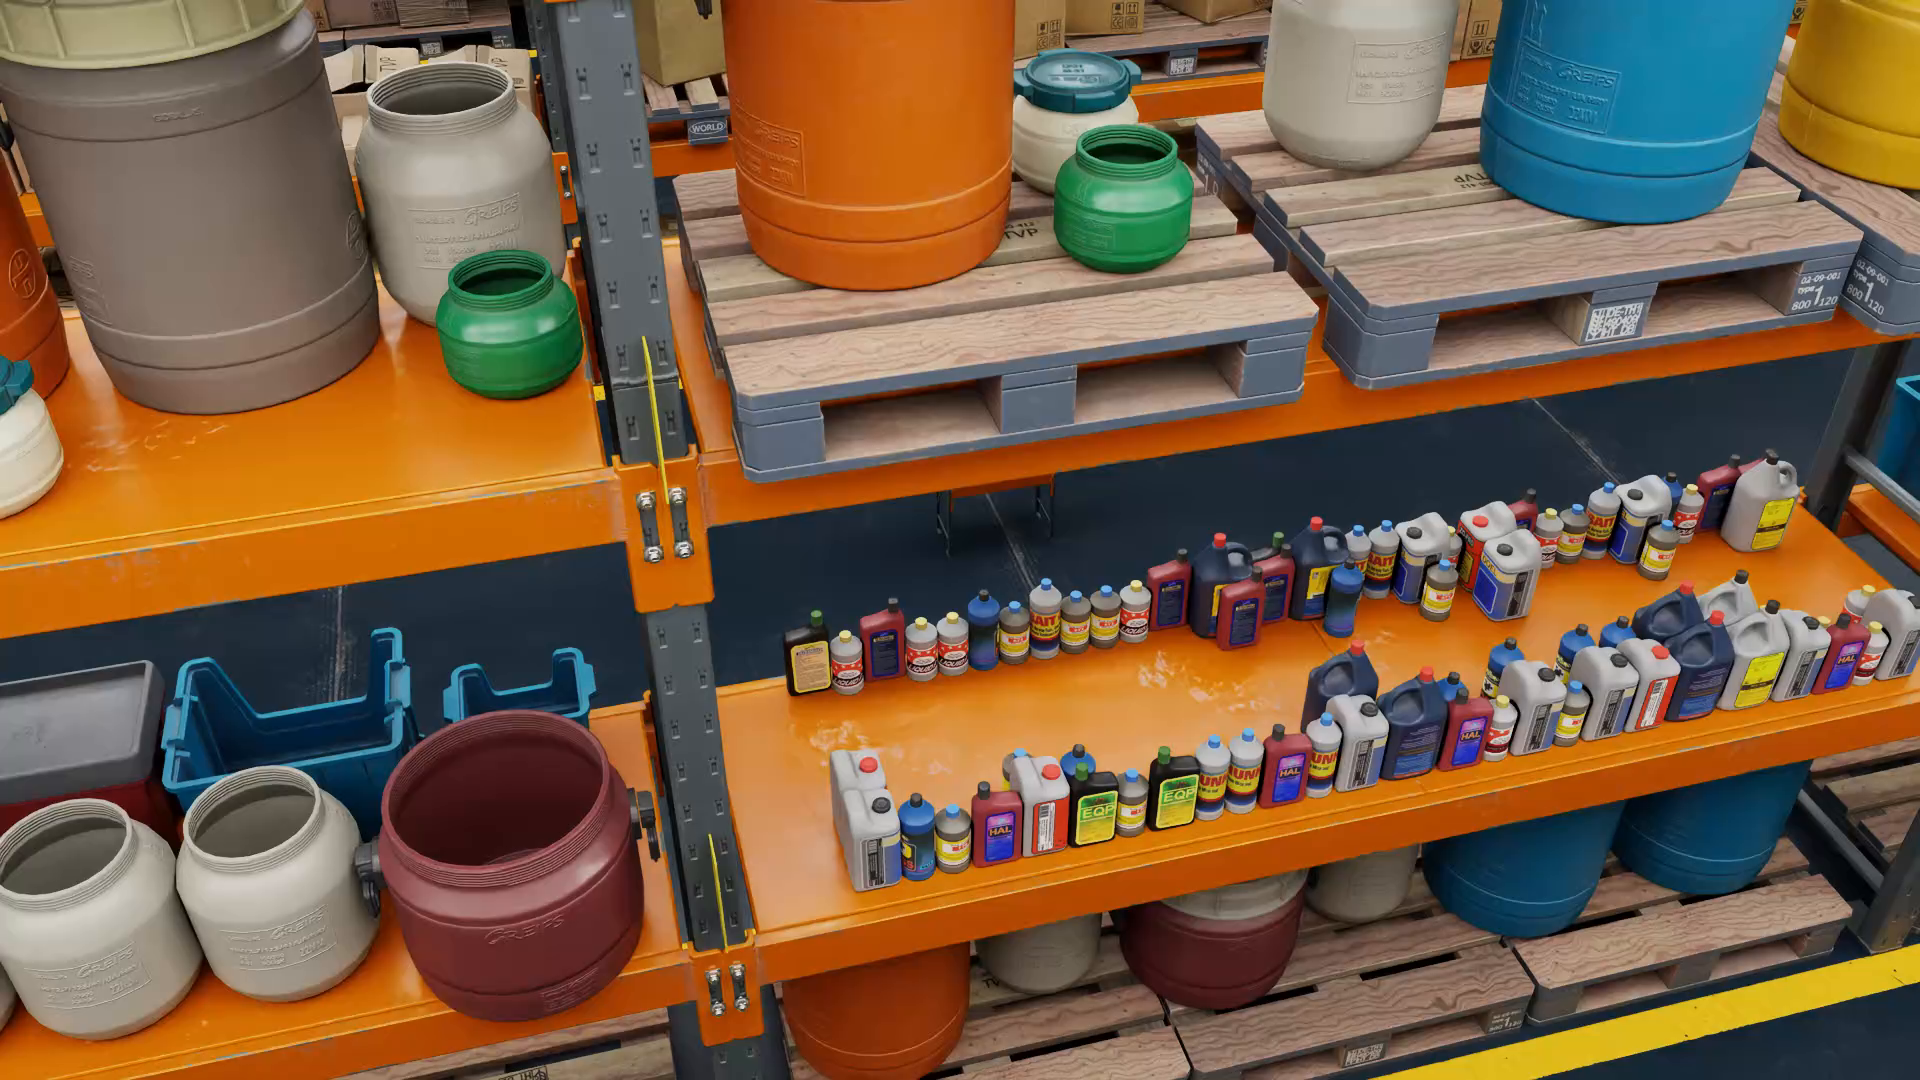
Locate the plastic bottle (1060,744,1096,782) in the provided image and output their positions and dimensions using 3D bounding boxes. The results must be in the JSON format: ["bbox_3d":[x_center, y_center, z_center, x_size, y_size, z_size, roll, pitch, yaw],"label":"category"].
[{"bbox_3d":[0.317,0.662,4.521,0.097,0.271,0.097,0,37,0],"label":"plastic bottle"}]

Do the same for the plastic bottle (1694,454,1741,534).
[{"bbox_3d":[2.533,-0.157,5.582,0.133,0.283,0.061,-9,38,-12],"label":"plastic bottle"}]

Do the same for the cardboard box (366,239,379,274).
[{"bbox_3d":[-2.964,-1.288,8.421,0.500,0.311,0.500,-10,39,-13],"label":"cardboard box"}]

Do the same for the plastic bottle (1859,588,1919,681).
[{"bbox_3d":[2.831,0.269,5.031,0.135,0.276,0.152,-9,38,-12],"label":"plastic bottle"}]

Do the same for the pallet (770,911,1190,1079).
[{"bbox_3d":[0.016,1.560,5.537,1.213,0.211,1.003,-9,38,-12],"label":"pallet"}]

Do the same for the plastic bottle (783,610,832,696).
[{"bbox_3d":[-0.455,0.334,4.941,0.133,0.283,0.061,-9,38,-12],"label":"plastic bottle"}]

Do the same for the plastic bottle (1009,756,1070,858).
[{"bbox_3d":[0.214,0.699,4.470,0.135,0.276,0.152,-9,38,-12],"label":"plastic bottle"}]

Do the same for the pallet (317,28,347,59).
[{"bbox_3d":[-5.248,-3.788,12.528,1.213,0.211,1.003,-9,38,-12],"label":"pallet"}]

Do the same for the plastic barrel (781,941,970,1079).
[{"bbox_3d":[-0.267,1.209,5.141,0.708,0.830,0.600,-9,38,-12],"label":"plastic barrel"}]

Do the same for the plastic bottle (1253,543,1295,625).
[{"bbox_3d":[0.971,0.138,5.197,0.133,0.283,0.061,-9,38,-12],"label":"plastic bottle"}]

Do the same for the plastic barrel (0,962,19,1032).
[{"bbox_3d":[-2.489,0.974,3.897,0.433,0.535,0.433,0,37,0],"label":"plastic barrel"}]

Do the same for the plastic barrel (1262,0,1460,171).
[{"bbox_3d":[0.938,-1.180,3.897,0.433,0.535,0.433,0,37,0],"label":"plastic barrel"}]

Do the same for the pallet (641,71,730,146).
[{"bbox_3d":[-1.386,-2.377,8.546,1.003,0.211,1.213,-9,38,-12],"label":"pallet"}]

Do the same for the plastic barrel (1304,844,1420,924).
[{"bbox_3d":[1.346,1.015,5.657,0.421,0.512,0.421,0,37,0],"label":"plastic barrel"}]

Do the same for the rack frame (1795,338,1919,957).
[{"bbox_3d":[3.127,-0.032,5.323,0.127,3.000,1.000,-9,38,-12],"label":"rack frame"}]

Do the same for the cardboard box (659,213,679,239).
[{"bbox_3d":[-1.508,-1.391,8.795,0.500,0.500,0.500,-8,38,-10],"label":"cardboard box"}]

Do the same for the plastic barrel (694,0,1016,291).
[{"bbox_3d":[-0.186,-1.015,3.441,0.708,0.830,0.600,-9,38,-12],"label":"plastic barrel"}]

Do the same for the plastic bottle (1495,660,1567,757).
[{"bbox_3d":[1.638,0.465,4.775,0.135,0.276,0.152,-9,38,-12],"label":"plastic bottle"}]

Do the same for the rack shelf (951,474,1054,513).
[{"bbox_3d":[0.160,-0.292,7.581,0.480,0.148,0.258,-9,38,-12],"label":"rack shelf"}]

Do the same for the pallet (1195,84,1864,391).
[{"bbox_3d":[1.302,-0.786,3.995,1.213,0.211,1.003,-9,38,-12],"label":"pallet"}]

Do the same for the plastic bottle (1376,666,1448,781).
[{"bbox_3d":[1.262,0.500,4.669,0.185,0.351,0.144,-9,38,-12],"label":"plastic bottle"}]

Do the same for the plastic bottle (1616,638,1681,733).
[{"bbox_3d":[1.991,0.407,4.851,0.135,0.276,0.152,-9,38,-12],"label":"plastic bottle"}]

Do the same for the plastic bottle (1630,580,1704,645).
[{"bbox_3d":[2.109,0.270,4.969,0.185,0.351,0.144,-9,38,-12],"label":"plastic bottle"}]

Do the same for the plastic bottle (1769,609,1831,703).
[{"bbox_3d":[2.478,0.327,4.956,0.135,0.276,0.152,-9,38,-12],"label":"plastic bottle"}]

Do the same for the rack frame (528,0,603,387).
[{"bbox_3d":[-2.022,-2.304,8.294,0.127,3.000,1.000,-9,38,-12],"label":"rack frame"}]

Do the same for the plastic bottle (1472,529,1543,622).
[{"bbox_3d":[1.727,0.103,5.249,0.135,0.276,0.152,-9,38,-12],"label":"plastic bottle"}]

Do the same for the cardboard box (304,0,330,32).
[{"bbox_3d":[-4.999,-4.138,12.386,0.500,0.500,0.700,-10,38,-12],"label":"cardboard box"}]

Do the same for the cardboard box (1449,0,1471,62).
[{"bbox_3d":[2.403,-2.899,8.988,0.500,0.500,0.500,-8,38,-11],"label":"cardboard box"}]

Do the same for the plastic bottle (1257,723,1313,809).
[{"bbox_3d":[0.895,0.613,4.576,0.133,0.283,0.061,-9,38,-12],"label":"plastic bottle"}]

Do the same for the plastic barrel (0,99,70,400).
[{"bbox_3d":[-2.215,-0.654,3.314,0.708,0.830,0.600,-9,38,-12],"label":"plastic barrel"}]

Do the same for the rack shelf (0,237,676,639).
[{"bbox_3d":[-2.665,0.013,3.388,4.000,0.370,1.077,-9,38,-12],"label":"rack shelf"}]

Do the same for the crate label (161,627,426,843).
[{"bbox_3d":[-1.764,0.586,4.486,0.616,0.435,0.502,-9,38,-12],"label":"crate label"}]

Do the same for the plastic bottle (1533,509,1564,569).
[{"bbox_3d":[1.921,-0.012,5.461,0.097,0.201,0.097,0,37,0],"label":"plastic bottle"}]

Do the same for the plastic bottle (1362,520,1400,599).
[{"bbox_3d":[1.344,0.055,5.316,0.097,0.271,0.097,0,37,0],"label":"plastic bottle"}]

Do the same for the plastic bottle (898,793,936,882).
[{"bbox_3d":[-0.113,0.771,4.379,0.097,0.271,0.097,0,37,0],"label":"plastic bottle"}]

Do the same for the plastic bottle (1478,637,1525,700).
[{"bbox_3d":[1.587,0.397,4.869,0.097,0.271,0.097,0,37,0],"label":"plastic bottle"}]

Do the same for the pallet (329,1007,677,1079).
[{"bbox_3d":[-1.492,1.809,5.211,1.213,0.211,1.003,-9,38,-12],"label":"pallet"}]

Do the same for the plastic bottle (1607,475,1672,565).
[{"bbox_3d":[2.228,-0.075,5.481,0.135,0.276,0.152,-9,38,-12],"label":"plastic bottle"}]

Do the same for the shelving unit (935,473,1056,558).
[{"bbox_3d":[0.160,-0.503,7.420,0.503,1.200,0.258,-9,38,-12],"label":"shelving unit"}]

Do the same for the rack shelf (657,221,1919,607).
[{"bbox_3d":[1.196,-0.621,4.216,4.000,0.370,1.077,-9,38,-12],"label":"rack shelf"}]

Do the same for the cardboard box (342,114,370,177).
[{"bbox_3d":[-2.818,-1.900,7.972,0.250,0.149,0.380,-9,38,-12],"label":"cardboard box"}]

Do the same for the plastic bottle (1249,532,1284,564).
[{"bbox_3d":[0.956,0.102,5.244,0.133,0.283,0.061,-9,38,-12],"label":"plastic bottle"}]

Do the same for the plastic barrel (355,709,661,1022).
[{"bbox_3d":[-1.103,0.799,4.125,0.708,0.536,0.600,-9,38,-12],"label":"plastic barrel"}]

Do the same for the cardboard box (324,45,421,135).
[{"bbox_3d":[-2.936,-2.241,8.284,0.500,0.311,0.500,-10,38,-12],"label":"cardboard box"}]

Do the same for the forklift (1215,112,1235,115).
[{"bbox_3d":[0.439,-4.130,10.737,3.031,2.935,1.130,-10,39,-13],"label":"forklift"}]

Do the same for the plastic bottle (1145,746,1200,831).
[{"bbox_3d":[0.578,0.665,4.508,0.133,0.283,0.061,-9,38,-12],"label":"plastic bottle"}]

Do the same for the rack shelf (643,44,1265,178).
[{"bbox_3d":[-0.091,-2.336,8.926,4.000,0.370,1.077,-9,38,-12],"label":"rack shelf"}]

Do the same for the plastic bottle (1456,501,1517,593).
[{"bbox_3d":[1.687,0.014,5.365,0.135,0.276,0.152,-9,38,-12],"label":"plastic bottle"}]

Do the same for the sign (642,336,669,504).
[{"bbox_3d":[-0.584,-0.227,3.195,0.005,0.325,0.100,-9,38,-12],"label":"sign"}]

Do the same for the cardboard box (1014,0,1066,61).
[{"bbox_3d":[0.150,-2.829,8.551,0.500,0.500,0.700,-19,41,-23],"label":"cardboard box"}]

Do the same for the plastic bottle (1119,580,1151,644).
[{"bbox_3d":[0.542,0.214,5.165,0.097,0.201,0.097,0,37,0],"label":"plastic bottle"}]

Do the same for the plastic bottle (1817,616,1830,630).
[{"bbox_3d":[2.582,0.319,5.028,0.097,0.201,0.097,0,37,0],"label":"plastic bottle"}]

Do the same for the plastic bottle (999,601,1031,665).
[{"bbox_3d":[0.166,0.276,5.084,0.097,0.201,0.097,0,37,0],"label":"plastic bottle"}]

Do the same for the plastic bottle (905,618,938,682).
[{"bbox_3d":[-0.116,0.322,5.024,0.097,0.201,0.097,0,37,0],"label":"plastic bottle"}]
